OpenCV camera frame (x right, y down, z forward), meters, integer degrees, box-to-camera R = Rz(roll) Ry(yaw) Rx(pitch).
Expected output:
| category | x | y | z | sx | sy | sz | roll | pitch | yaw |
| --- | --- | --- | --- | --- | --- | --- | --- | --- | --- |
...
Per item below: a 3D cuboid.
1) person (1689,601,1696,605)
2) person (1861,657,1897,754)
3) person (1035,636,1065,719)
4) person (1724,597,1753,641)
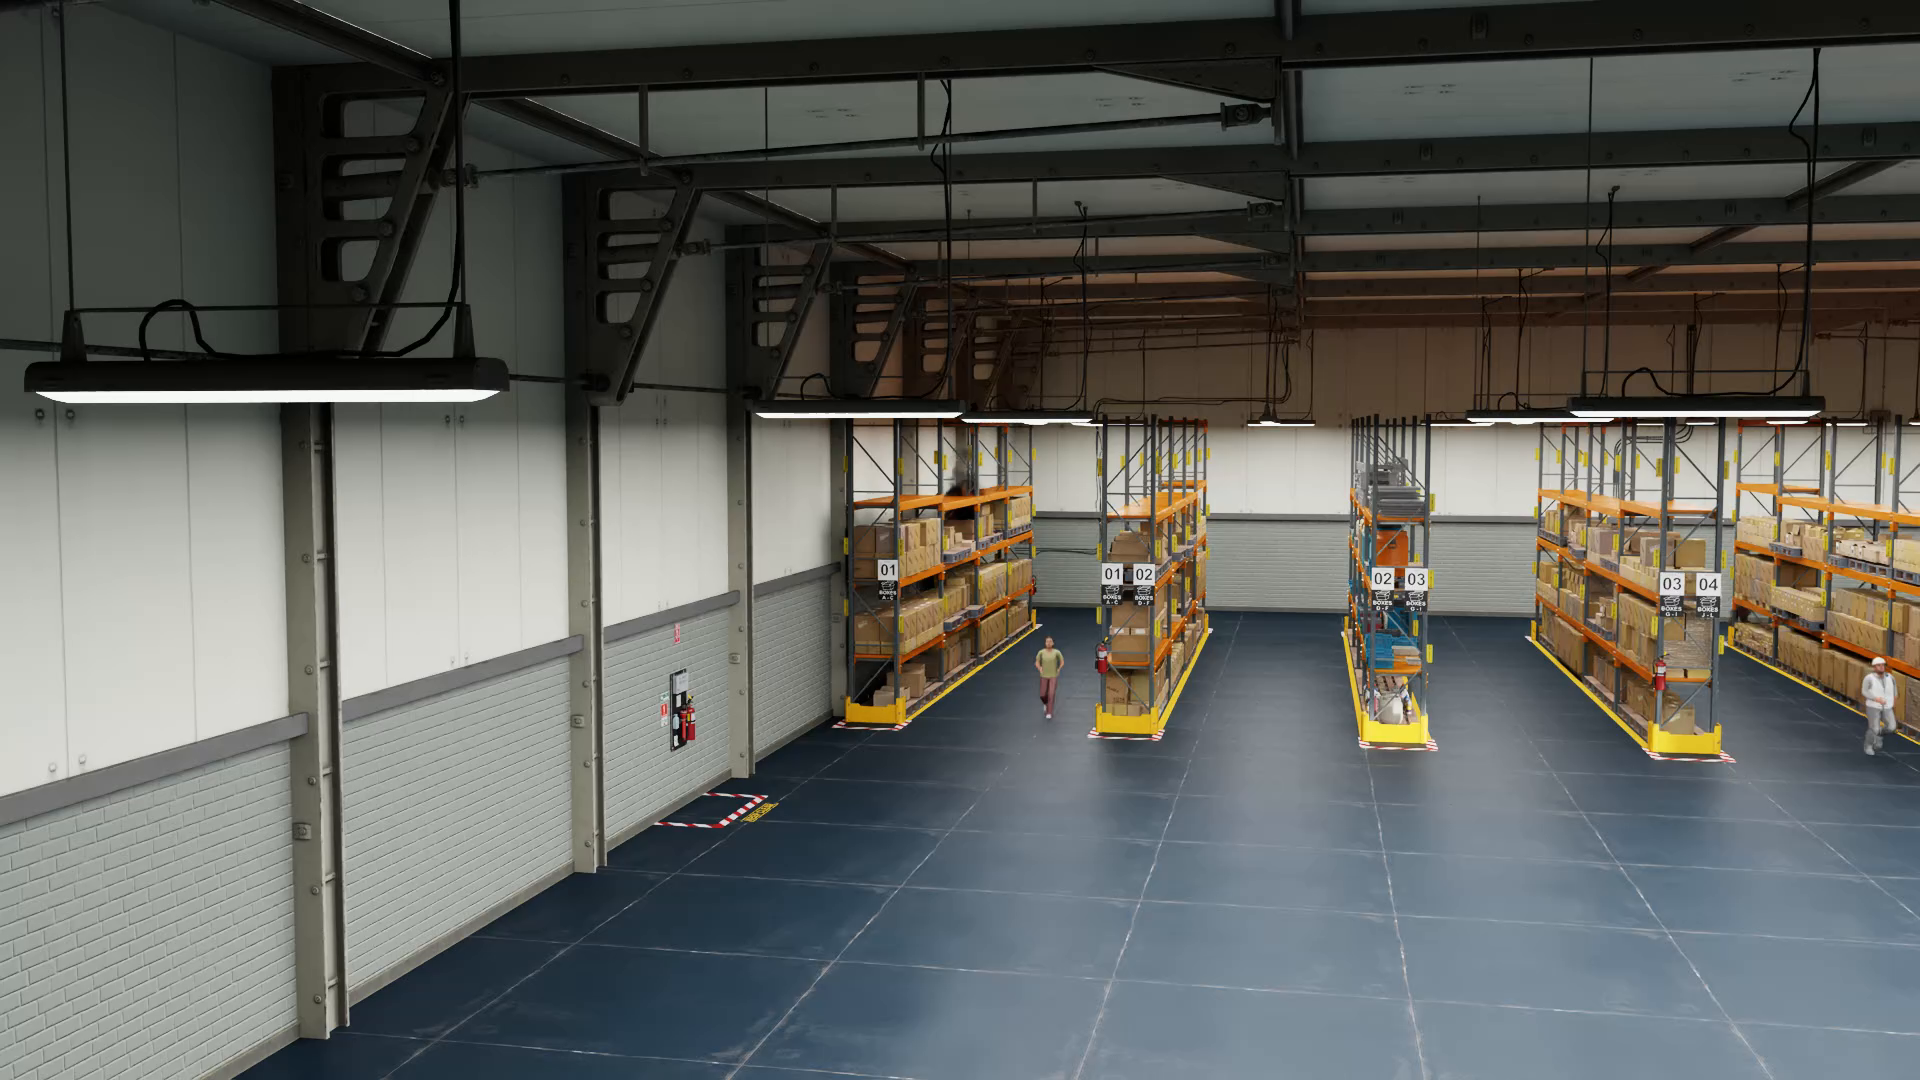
| category | x | y | z | sx | sy | sz | roll | pitch | yaw |
| --- | --- | --- | --- | --- | --- | --- | --- | --- | --- |
| person | 18.926 | 1.999 | 43.089 | 0.778 | 1.740 | 0.656 | 1 | 4 | 18 |
| person | 16.139 | 2.920 | 29.138 | 0.682 | 1.732 | 0.703 | 0 | 4 | 5 |
| person | 1.781 | 2.714 | 33.008 | 0.581 | 1.613 | 0.641 | 0 | 4 | 7 |
| person | 21.137 | 1.832 | 44.948 | 0.988 | 1.797 | 0.713 | 0 | 4 | -3 |
